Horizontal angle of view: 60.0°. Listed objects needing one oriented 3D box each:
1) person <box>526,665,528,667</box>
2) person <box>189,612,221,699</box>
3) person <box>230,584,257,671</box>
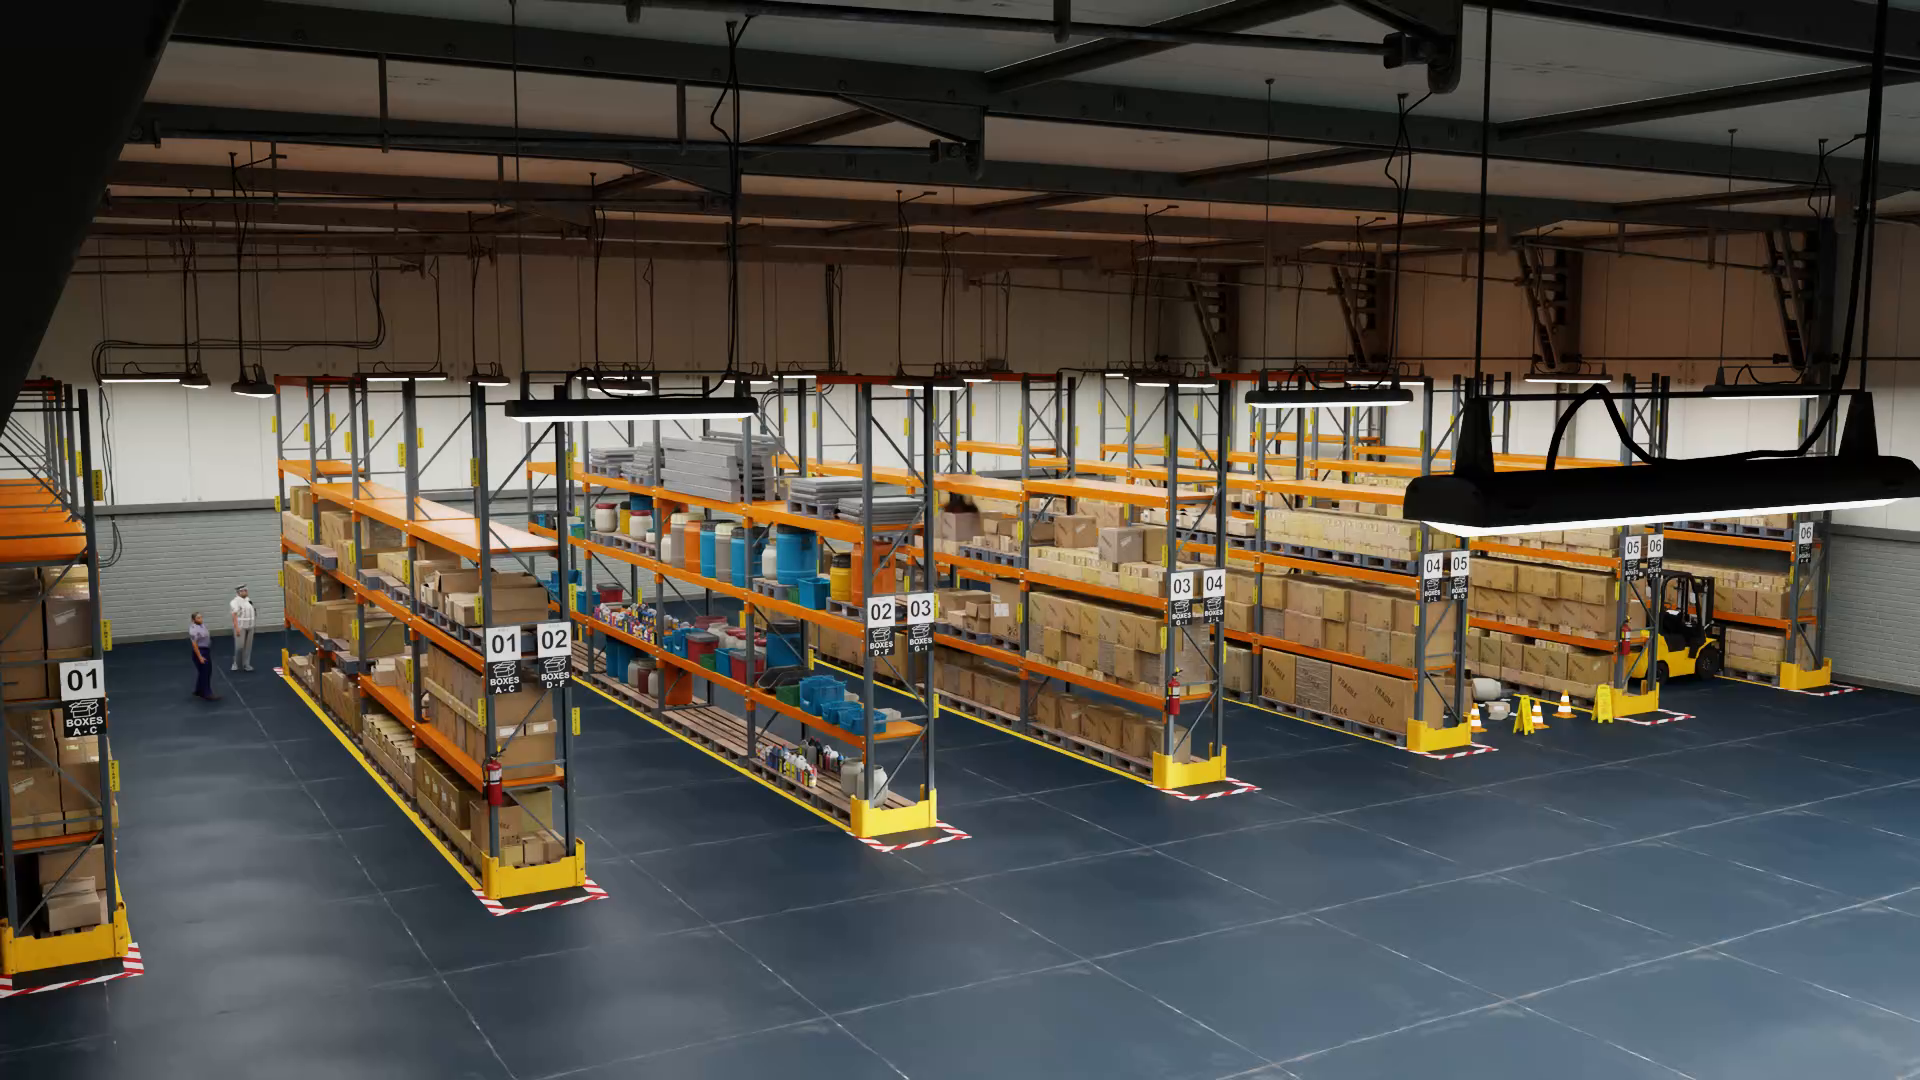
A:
[{"bbox_3d":[-8.533,2.045,31.864,0.405,1.606,0.989,-4,7,-30],"label":"person"},{"bbox_3d":[-14.013,2.172,30.853,0.484,1.715,0.549,-2,7,-19],"label":"person"},{"bbox_3d":[-14.545,1.761,33.682,0.448,1.776,0.529,3,7,26],"label":"person"}]
